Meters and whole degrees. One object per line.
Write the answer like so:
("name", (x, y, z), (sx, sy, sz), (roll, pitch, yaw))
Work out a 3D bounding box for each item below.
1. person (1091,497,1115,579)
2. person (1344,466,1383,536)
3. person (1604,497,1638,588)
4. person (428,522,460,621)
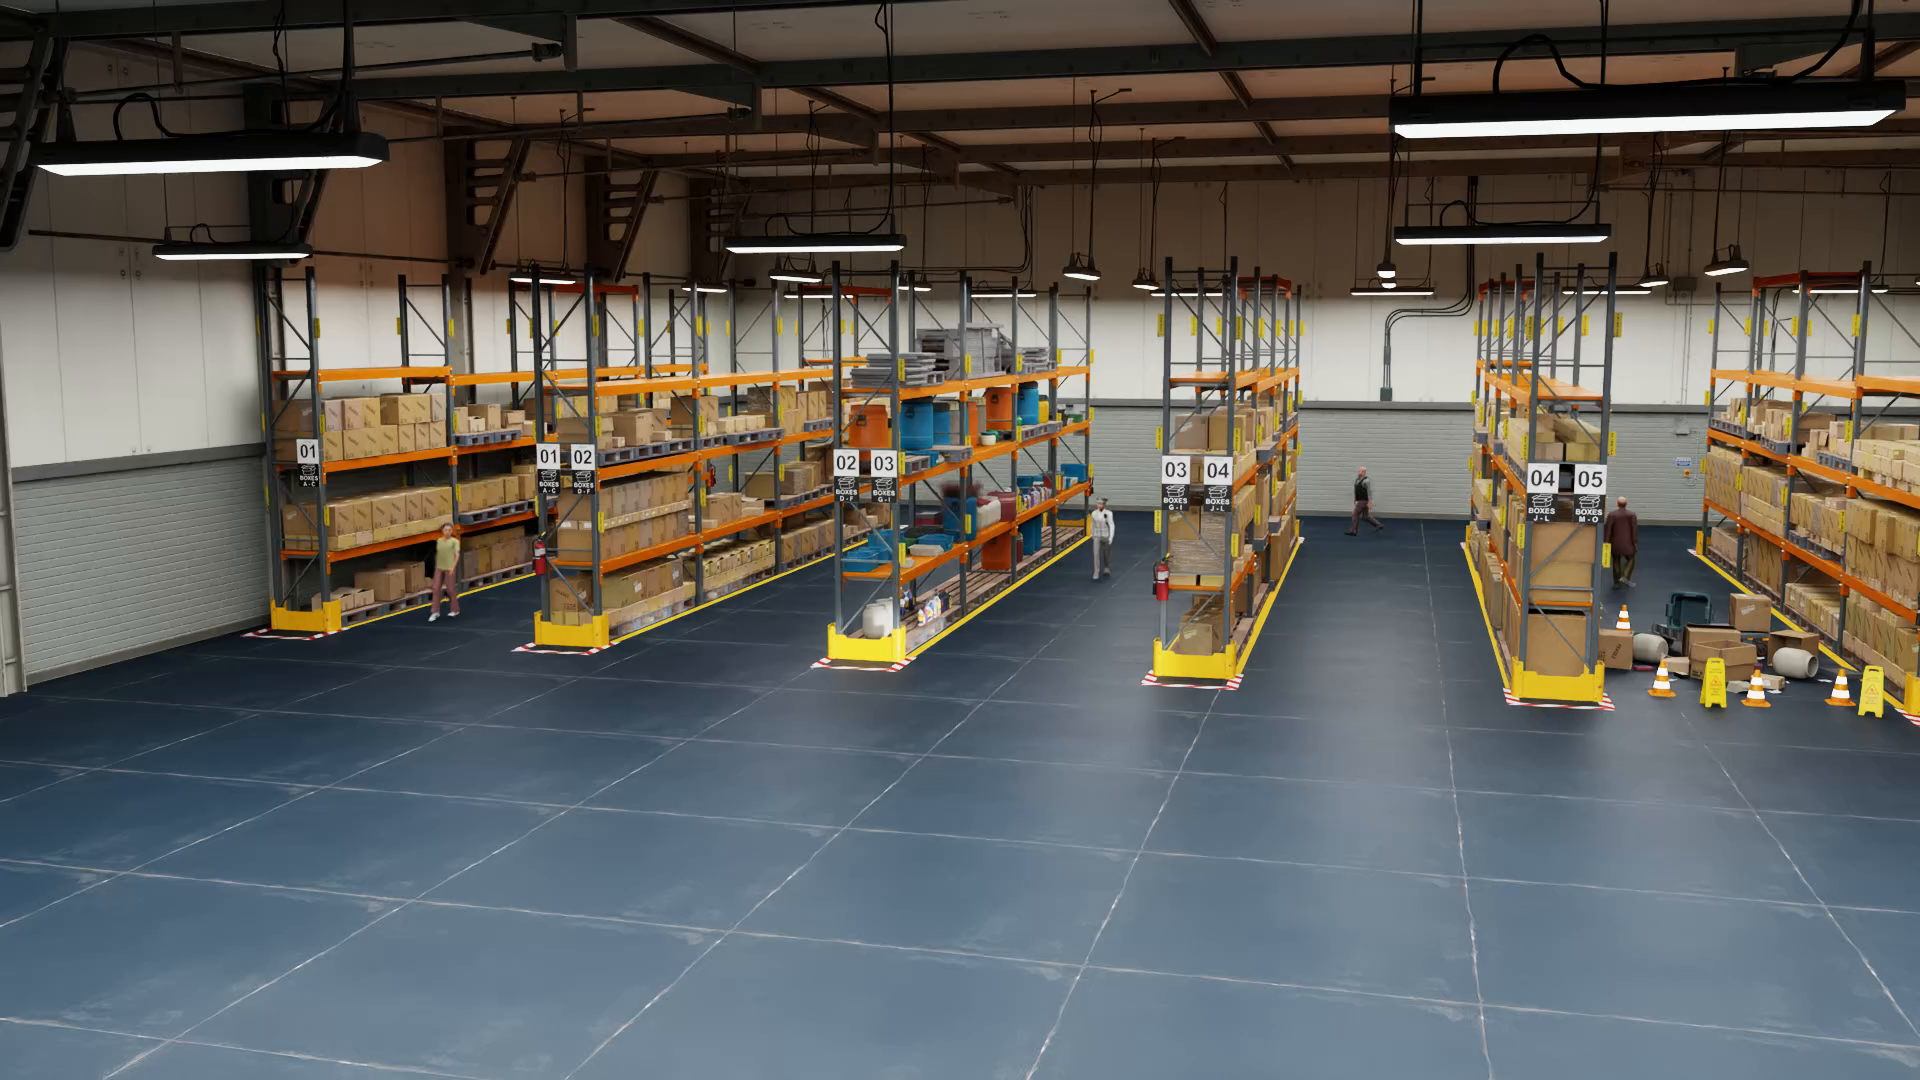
("person", (2.868, -0.071, 33.524), (0.512, 1.615, 1.034), (2, 7, 13))
("person", (9.780, -0.938, 40.225), (0.968, 1.688, 0.525), (1, 7, 4))
("person", (12.778, 0.053, 32.148), (0.624, 1.776, 0.590), (3, 8, 24))
("person", (-8.952, 0.545, 28.800), (0.472, 1.668, 0.745), (1, 7, 6))
